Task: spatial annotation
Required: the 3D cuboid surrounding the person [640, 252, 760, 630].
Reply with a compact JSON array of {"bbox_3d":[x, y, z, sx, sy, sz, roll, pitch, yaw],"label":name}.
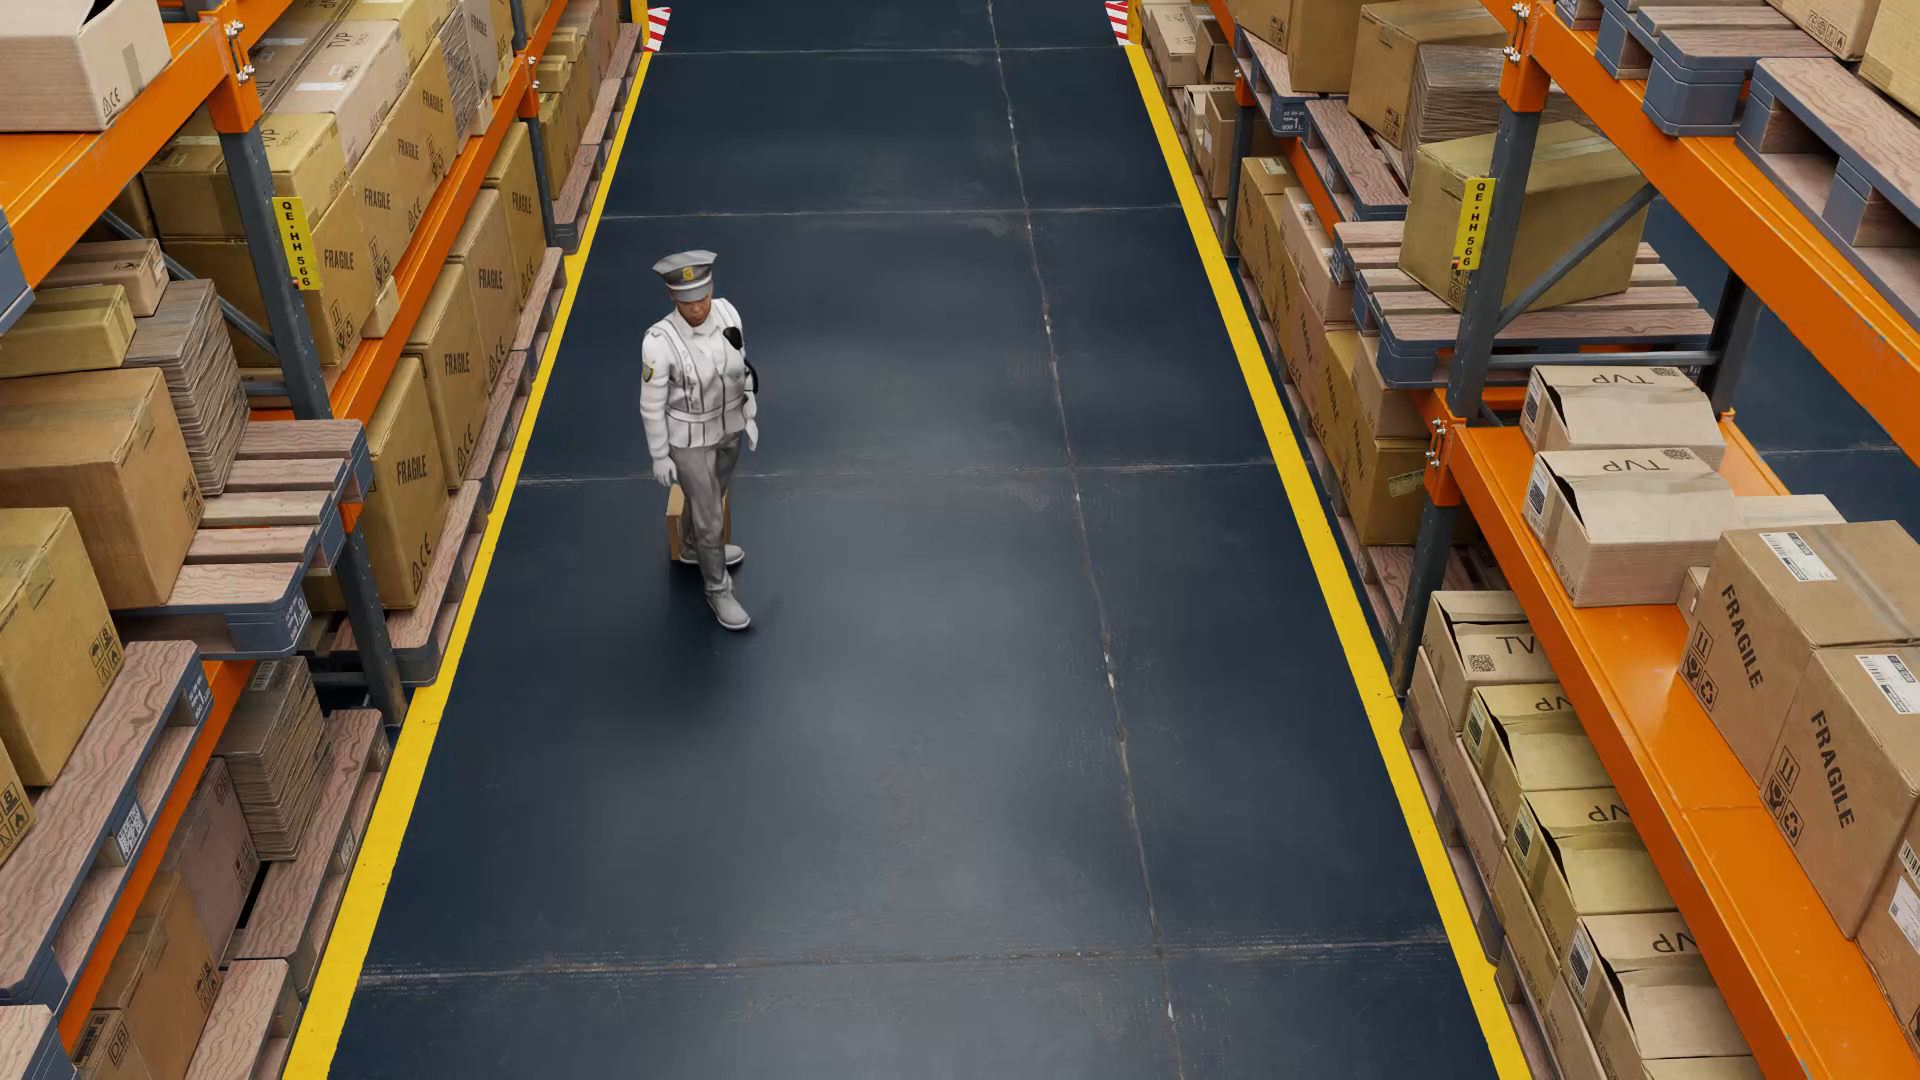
[{"bbox_3d":[-1.064,-0.436,6.756,0.569,1.654,0.508,28,44,33],"label":"person"}]
